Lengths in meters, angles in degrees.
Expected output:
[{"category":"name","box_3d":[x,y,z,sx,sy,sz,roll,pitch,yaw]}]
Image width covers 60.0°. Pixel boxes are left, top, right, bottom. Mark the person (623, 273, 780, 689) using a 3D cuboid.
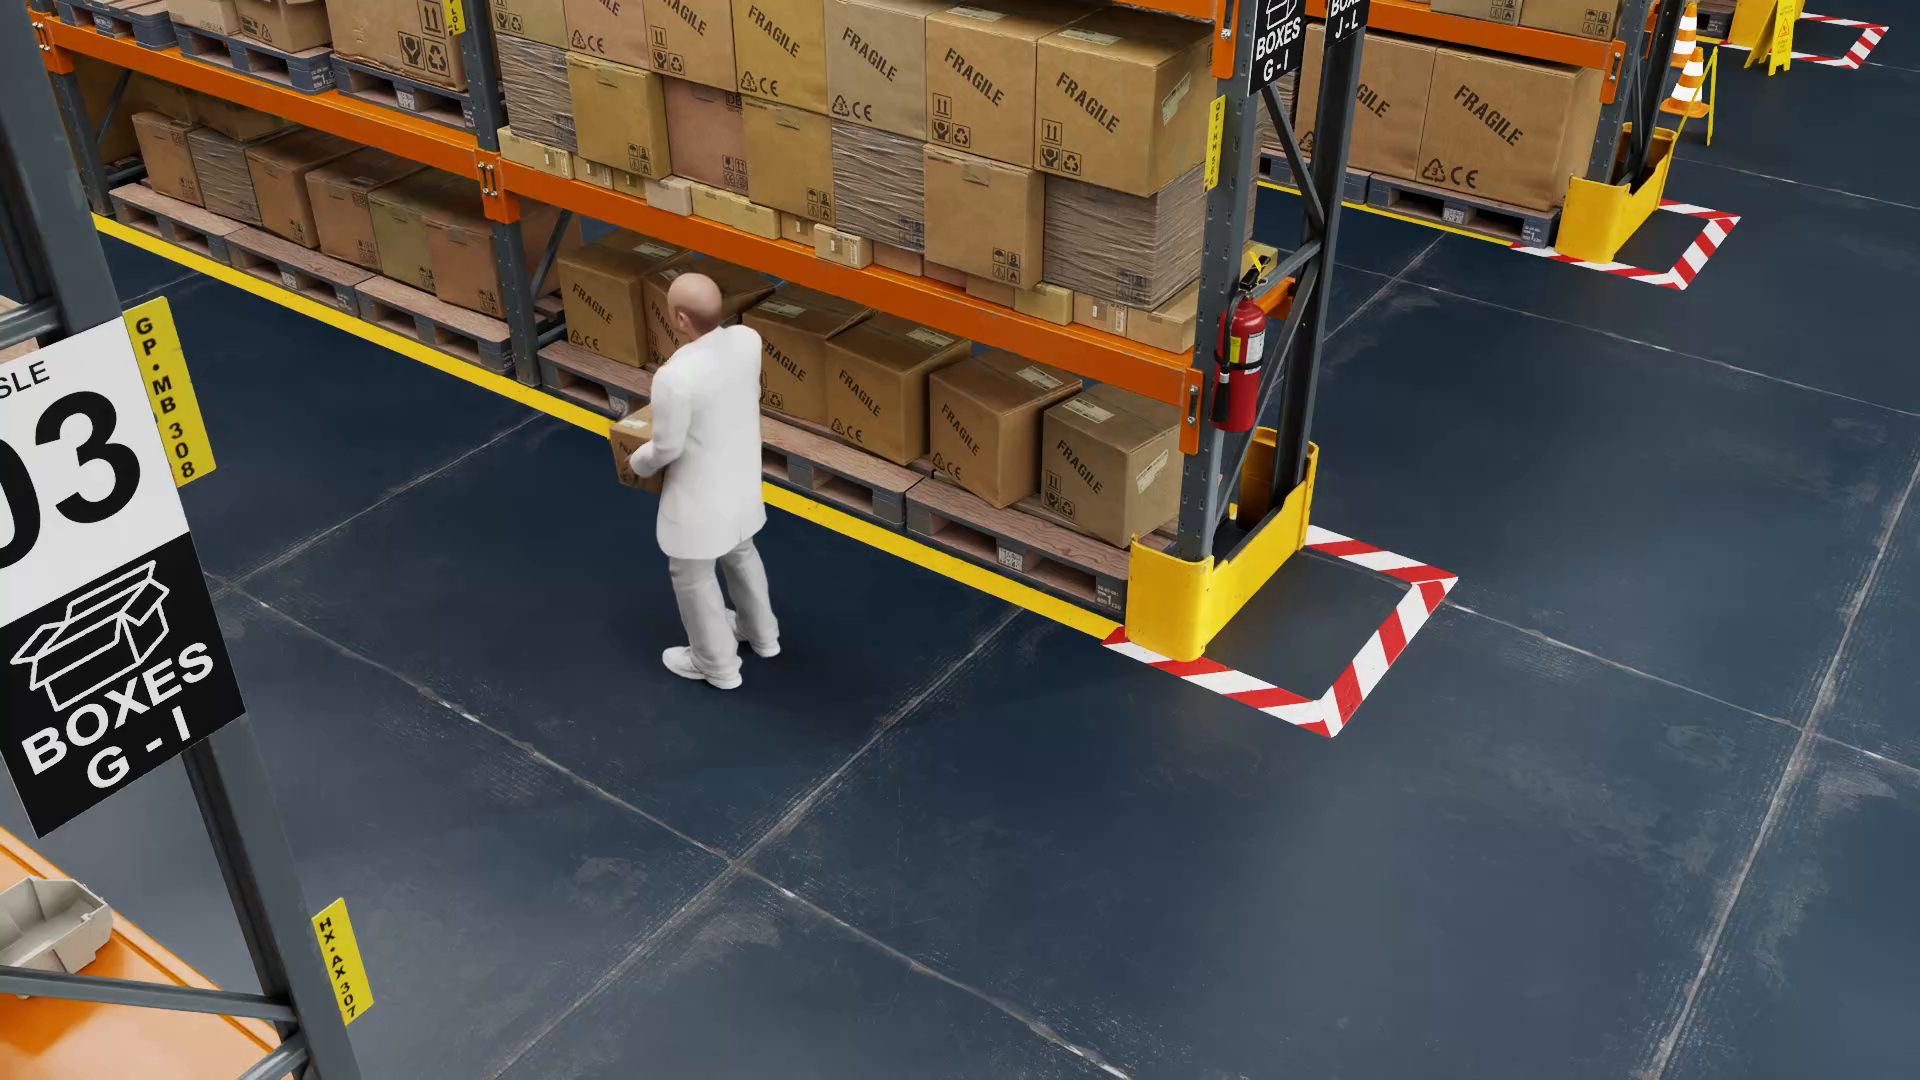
[{"category":"person","box_3d":[-1.028,-0.247,6.513,0.499,1.782,0.566,21,39,28]}]
